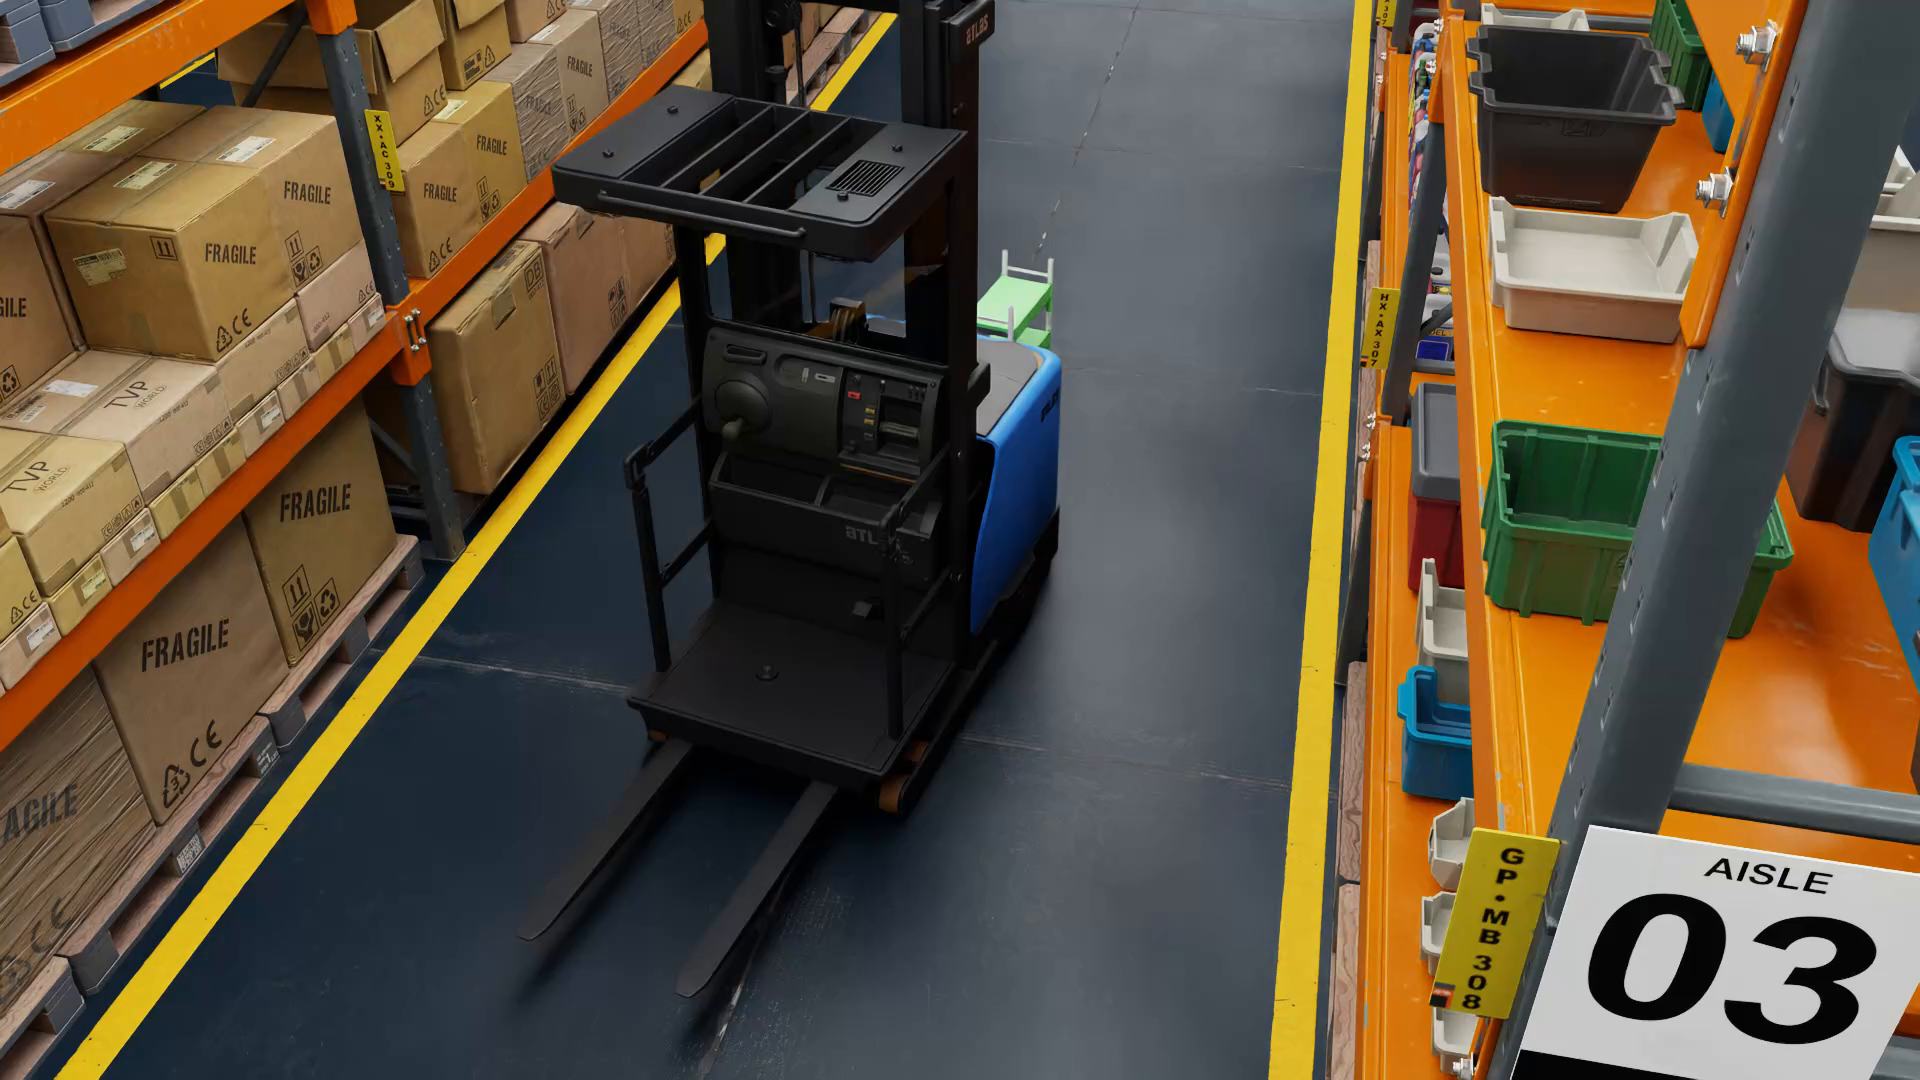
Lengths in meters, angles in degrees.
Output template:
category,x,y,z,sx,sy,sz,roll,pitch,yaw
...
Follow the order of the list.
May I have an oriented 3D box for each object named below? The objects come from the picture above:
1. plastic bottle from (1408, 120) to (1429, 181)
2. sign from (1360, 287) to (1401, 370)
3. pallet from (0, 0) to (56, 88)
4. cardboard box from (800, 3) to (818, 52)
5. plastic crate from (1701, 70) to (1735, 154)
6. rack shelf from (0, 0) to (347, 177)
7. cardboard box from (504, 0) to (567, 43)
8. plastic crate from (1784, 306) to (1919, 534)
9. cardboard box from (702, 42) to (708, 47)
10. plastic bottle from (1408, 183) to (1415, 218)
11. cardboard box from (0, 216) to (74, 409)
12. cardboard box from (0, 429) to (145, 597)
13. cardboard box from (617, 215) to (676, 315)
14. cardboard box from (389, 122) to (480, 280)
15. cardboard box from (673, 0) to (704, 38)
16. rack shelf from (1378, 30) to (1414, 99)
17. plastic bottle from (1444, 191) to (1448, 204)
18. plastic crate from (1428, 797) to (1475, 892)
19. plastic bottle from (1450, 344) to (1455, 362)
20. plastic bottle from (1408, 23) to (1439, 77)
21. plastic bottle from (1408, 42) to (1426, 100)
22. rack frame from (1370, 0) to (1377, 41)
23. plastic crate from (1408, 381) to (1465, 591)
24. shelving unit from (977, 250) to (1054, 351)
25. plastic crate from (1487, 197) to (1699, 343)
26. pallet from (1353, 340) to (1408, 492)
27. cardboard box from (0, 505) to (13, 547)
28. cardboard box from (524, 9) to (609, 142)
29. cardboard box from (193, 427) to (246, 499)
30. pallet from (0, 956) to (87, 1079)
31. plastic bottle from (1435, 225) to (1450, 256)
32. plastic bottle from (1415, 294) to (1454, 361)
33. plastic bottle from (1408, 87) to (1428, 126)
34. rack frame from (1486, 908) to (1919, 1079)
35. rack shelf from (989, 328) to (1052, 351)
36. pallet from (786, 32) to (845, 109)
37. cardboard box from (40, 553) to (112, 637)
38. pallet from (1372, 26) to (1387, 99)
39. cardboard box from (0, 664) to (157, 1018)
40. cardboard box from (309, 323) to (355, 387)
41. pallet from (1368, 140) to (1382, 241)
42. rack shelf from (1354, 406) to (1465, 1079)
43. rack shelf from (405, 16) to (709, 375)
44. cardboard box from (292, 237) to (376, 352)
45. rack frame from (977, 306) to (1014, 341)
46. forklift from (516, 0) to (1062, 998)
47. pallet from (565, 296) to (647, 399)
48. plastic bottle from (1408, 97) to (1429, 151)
category,x,y,z,sx,sy,sz,roll,pitch,yaw
plastic bottle,2.205,-1.821,7.812,0.152,0.276,0.135,7,37,10
sign,1.518,-0.763,6.011,0.100,0.325,0.005,7,37,10
pallet,-3.232,-1.215,4.390,1.003,0.211,1.213,7,37,10
cardboard box,-1.467,-4.013,12.486,0.700,0.500,0.500,4,36,6
plastic crate,2.172,-1.166,4.389,0.416,0.233,0.300,7,37,10
rack shelf,-3.211,-0.978,4.601,1.077,0.370,4.000,7,37,10
cardboard box,-2.380,-2.766,8.070,0.797,0.503,0.637,8,37,11
plastic crate,1.795,-0.318,3.130,0.504,0.338,0.767,7,37,10
cardboard box,-1.816,-3.352,10.935,0.500,0.250,0.500,9,37,12
plastic bottle,2.085,-1.545,7.495,0.097,0.201,0.097,0,36,0
cardboard box,-3.355,-0.742,5.453,0.500,0.500,0.500,6,36,8
cardboard box,-2.950,-0.096,5.200,0.500,0.250,0.500,7,36,9
cardboard box,-2.295,-1.901,9.270,1.225,0.875,0.875,7,37,10
cardboard box,-2.441,-1.474,7.143,0.500,0.500,0.500,7,37,10
cardboard box,-1.793,-3.221,9.553,0.500,0.500,0.500,8,37,11
rack shelf,3.336,-3.729,10.952,1.077,0.370,4.000,7,37,10
plastic bottle,2.038,-1.373,7.194,0.152,0.276,0.135,7,37,10
plastic crate,1.354,0.806,4.256,0.298,0.136,0.250,7,37,10
plastic bottle,1.949,-0.762,6.414,0.097,0.201,0.097,0,36,0
plastic bottle,2.501,-2.616,8.909,0.152,0.276,0.135,7,37,10
plastic bottle,2.386,-2.436,8.655,0.061,0.283,0.133,7,37,10
rack frame,3.764,-5.167,12.323,1.000,3.000,0.127,7,37,10
plastic crate,1.619,-0.150,5.296,0.402,0.464,0.583,7,37,10
shelving unit,0.211,-0.664,7.644,0.258,1.200,0.503,14,38,18
plastic crate,1.399,-0.611,3.706,0.437,0.136,0.530,7,37,10
pallet,2.519,-0.590,8.385,1.003,0.211,1.213,7,37,10
cardboard box,-3.060,-0.097,4.564,0.500,0.500,0.500,6,36,9
cardboard box,-2.122,-2.346,8.346,0.500,0.500,0.500,8,37,11
cardboard box,-2.748,-0.294,5.814,0.380,0.149,0.250,8,37,11
pallet,-3.544,1.753,5.152,1.003,0.211,1.213,7,37,10
plastic bottle,1.931,-1.129,6.793,0.144,0.351,0.185,7,37,10
plastic bottle,1.823,-0.797,6.399,0.152,0.276,0.135,7,37,10
plastic bottle,2.322,-2.181,8.373,0.097,0.201,0.097,0,36,0
rack frame,1.200,1.713,2.831,1.000,3.000,0.127,7,37,10
rack shelf,0.211,-0.807,7.541,0.258,0.148,0.480,14,38,18
pallet,-1.498,-3.511,12.414,1.003,0.211,1.213,7,37,10
cardboard box,-2.913,0.149,5.202,0.380,0.149,0.250,6,36,9
pallet,3.634,-3.583,12.514,1.003,0.211,1.213,7,37,10
cardboard box,-3.385,0.883,5.428,0.875,0.875,0.875,7,37,10
cardboard box,-2.584,-0.736,6.424,0.380,0.149,0.250,8,37,11
pallet,3.113,-2.184,10.584,1.003,0.211,1.213,7,37,10
rack shelf,1.628,0.857,4.624,1.077,0.370,4.000,7,37,10
rack shelf,-2.357,-2.057,8.645,1.077,0.370,4.000,7,37,10
cardboard box,-2.622,-0.975,6.414,0.500,0.250,0.500,7,36,9
rack frame,0.117,-0.532,7.462,0.240,1.200,0.015,14,38,18
forklift,-0.591,-0.430,5.845,1.130,2.935,3.031,14,38,18
pallet,-2.434,-1.226,9.261,1.003,0.211,1.213,7,37,10
plastic bottle,2.252,-2.021,8.093,0.097,0.271,0.097,0,36,0
